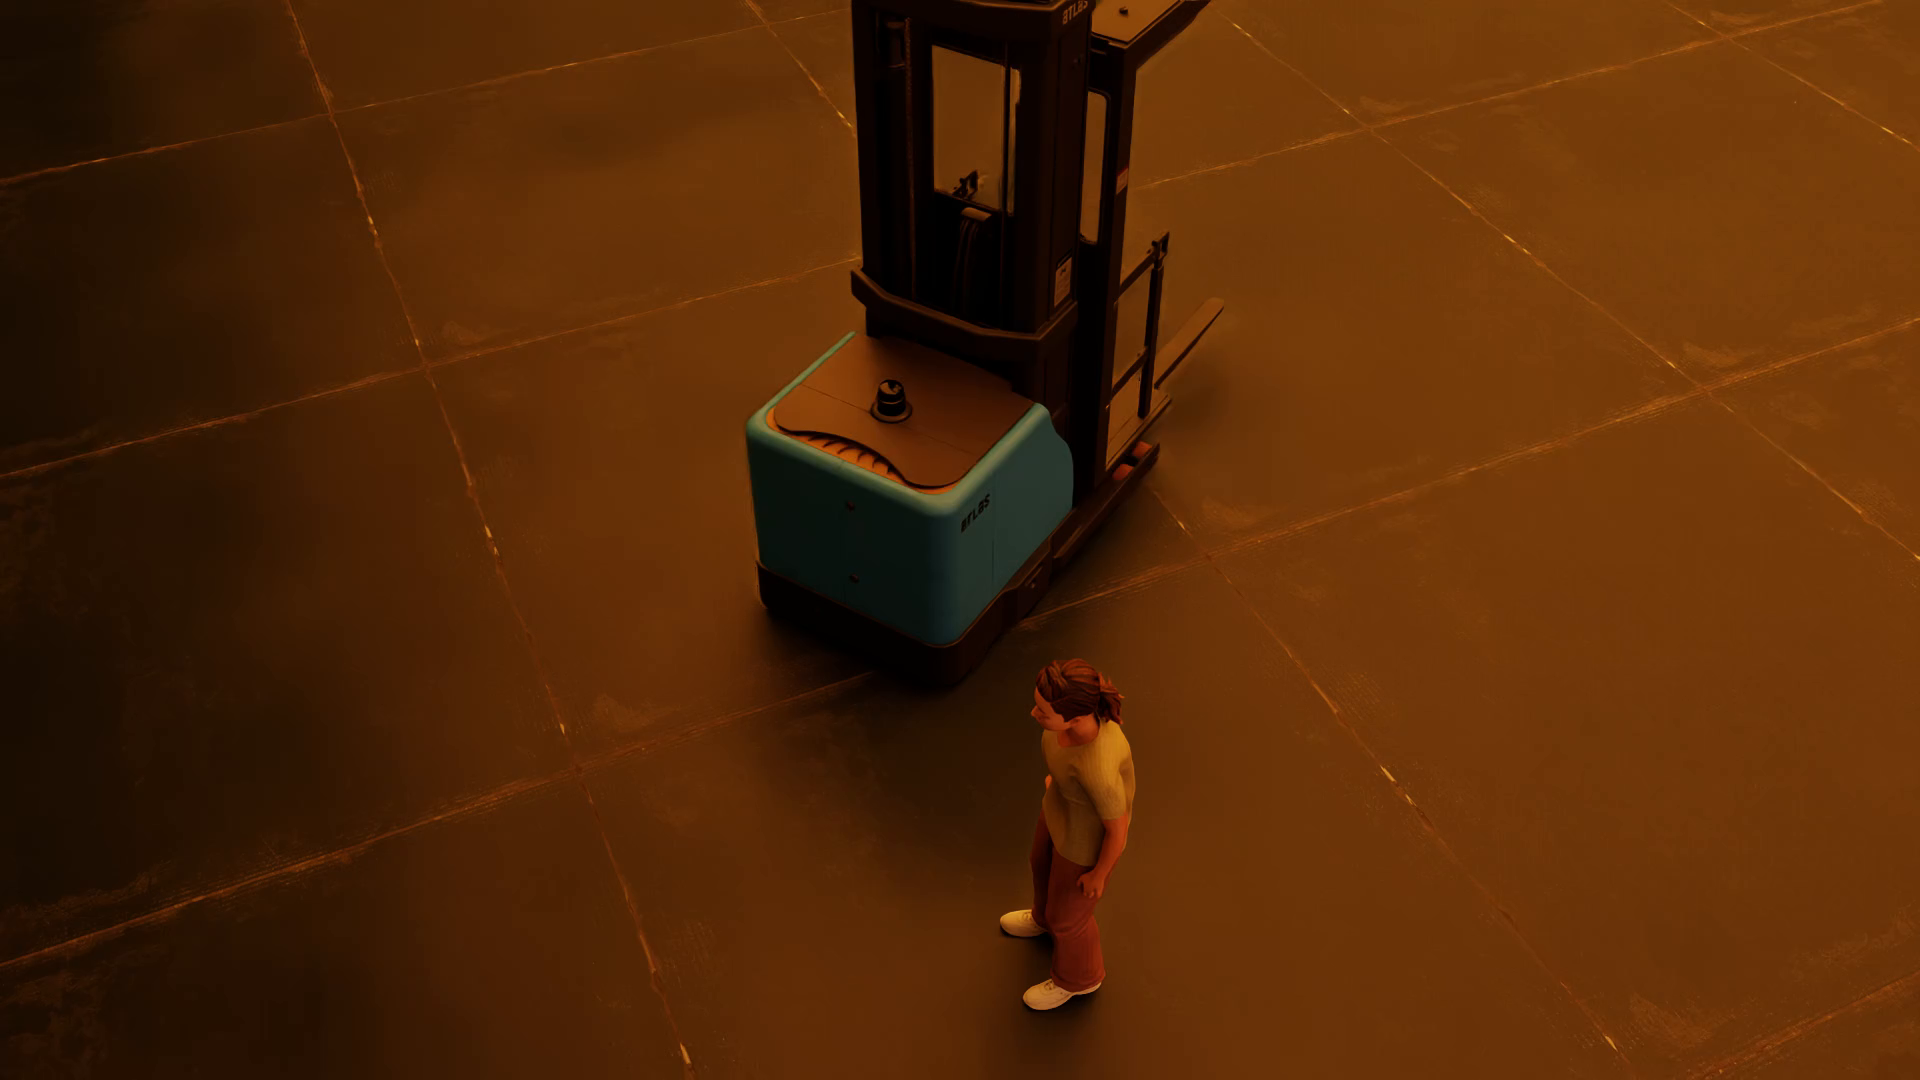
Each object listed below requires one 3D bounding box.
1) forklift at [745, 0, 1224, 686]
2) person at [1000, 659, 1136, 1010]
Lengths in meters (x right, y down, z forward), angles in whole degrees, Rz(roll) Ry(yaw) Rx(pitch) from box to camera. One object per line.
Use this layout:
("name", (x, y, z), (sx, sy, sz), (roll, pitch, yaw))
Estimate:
("forklift", (0.318, -1.434, 7.217), (1.130, 2.935, 3.031), (23, 48, 23))
("person", (0.374, 0.967, 5.568), (0.360, 1.671, 0.507), (-9, 44, -9))
